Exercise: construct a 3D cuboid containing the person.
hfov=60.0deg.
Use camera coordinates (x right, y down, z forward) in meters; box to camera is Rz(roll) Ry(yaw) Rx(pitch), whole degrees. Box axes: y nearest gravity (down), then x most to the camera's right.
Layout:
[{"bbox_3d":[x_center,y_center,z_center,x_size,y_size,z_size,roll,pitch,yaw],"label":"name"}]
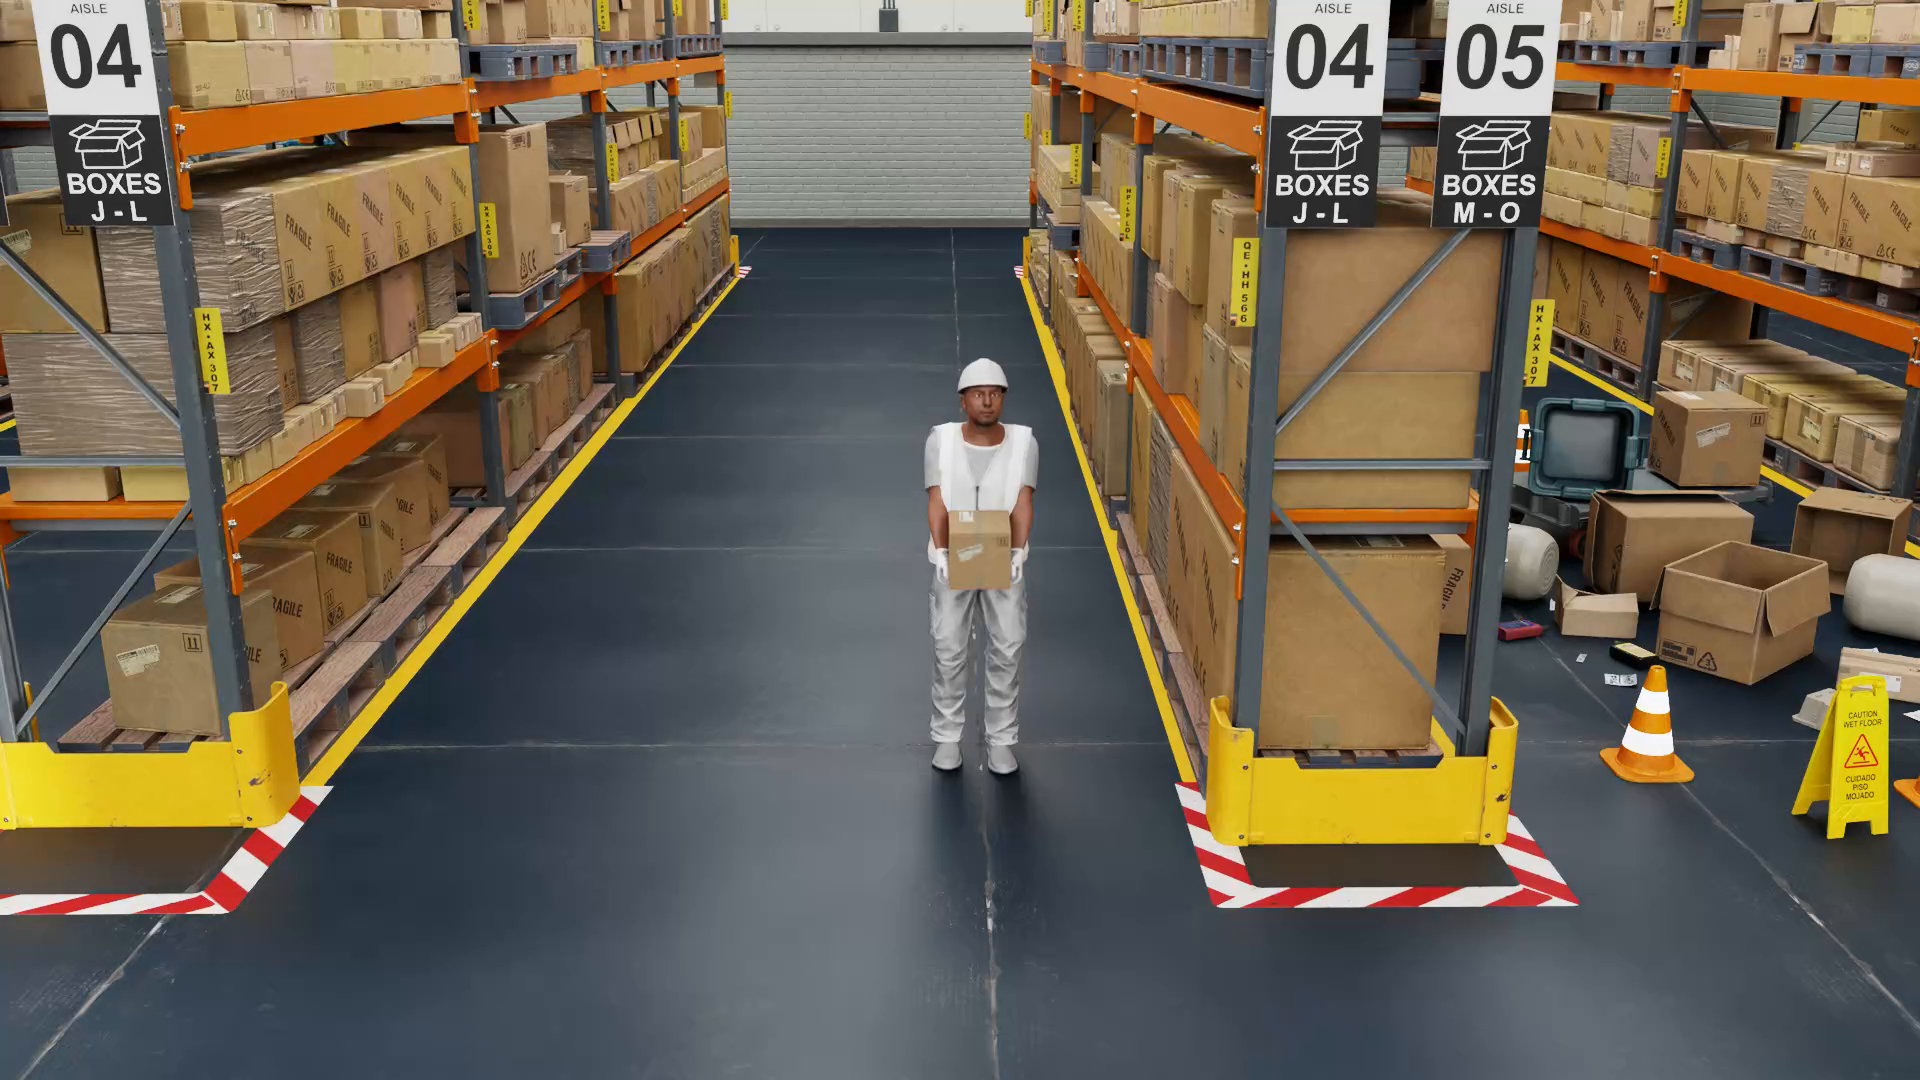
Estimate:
[{"bbox_3d":[0.092,0.138,7.065,0.487,1.778,0.575,0,17,-1],"label":"person"}]
